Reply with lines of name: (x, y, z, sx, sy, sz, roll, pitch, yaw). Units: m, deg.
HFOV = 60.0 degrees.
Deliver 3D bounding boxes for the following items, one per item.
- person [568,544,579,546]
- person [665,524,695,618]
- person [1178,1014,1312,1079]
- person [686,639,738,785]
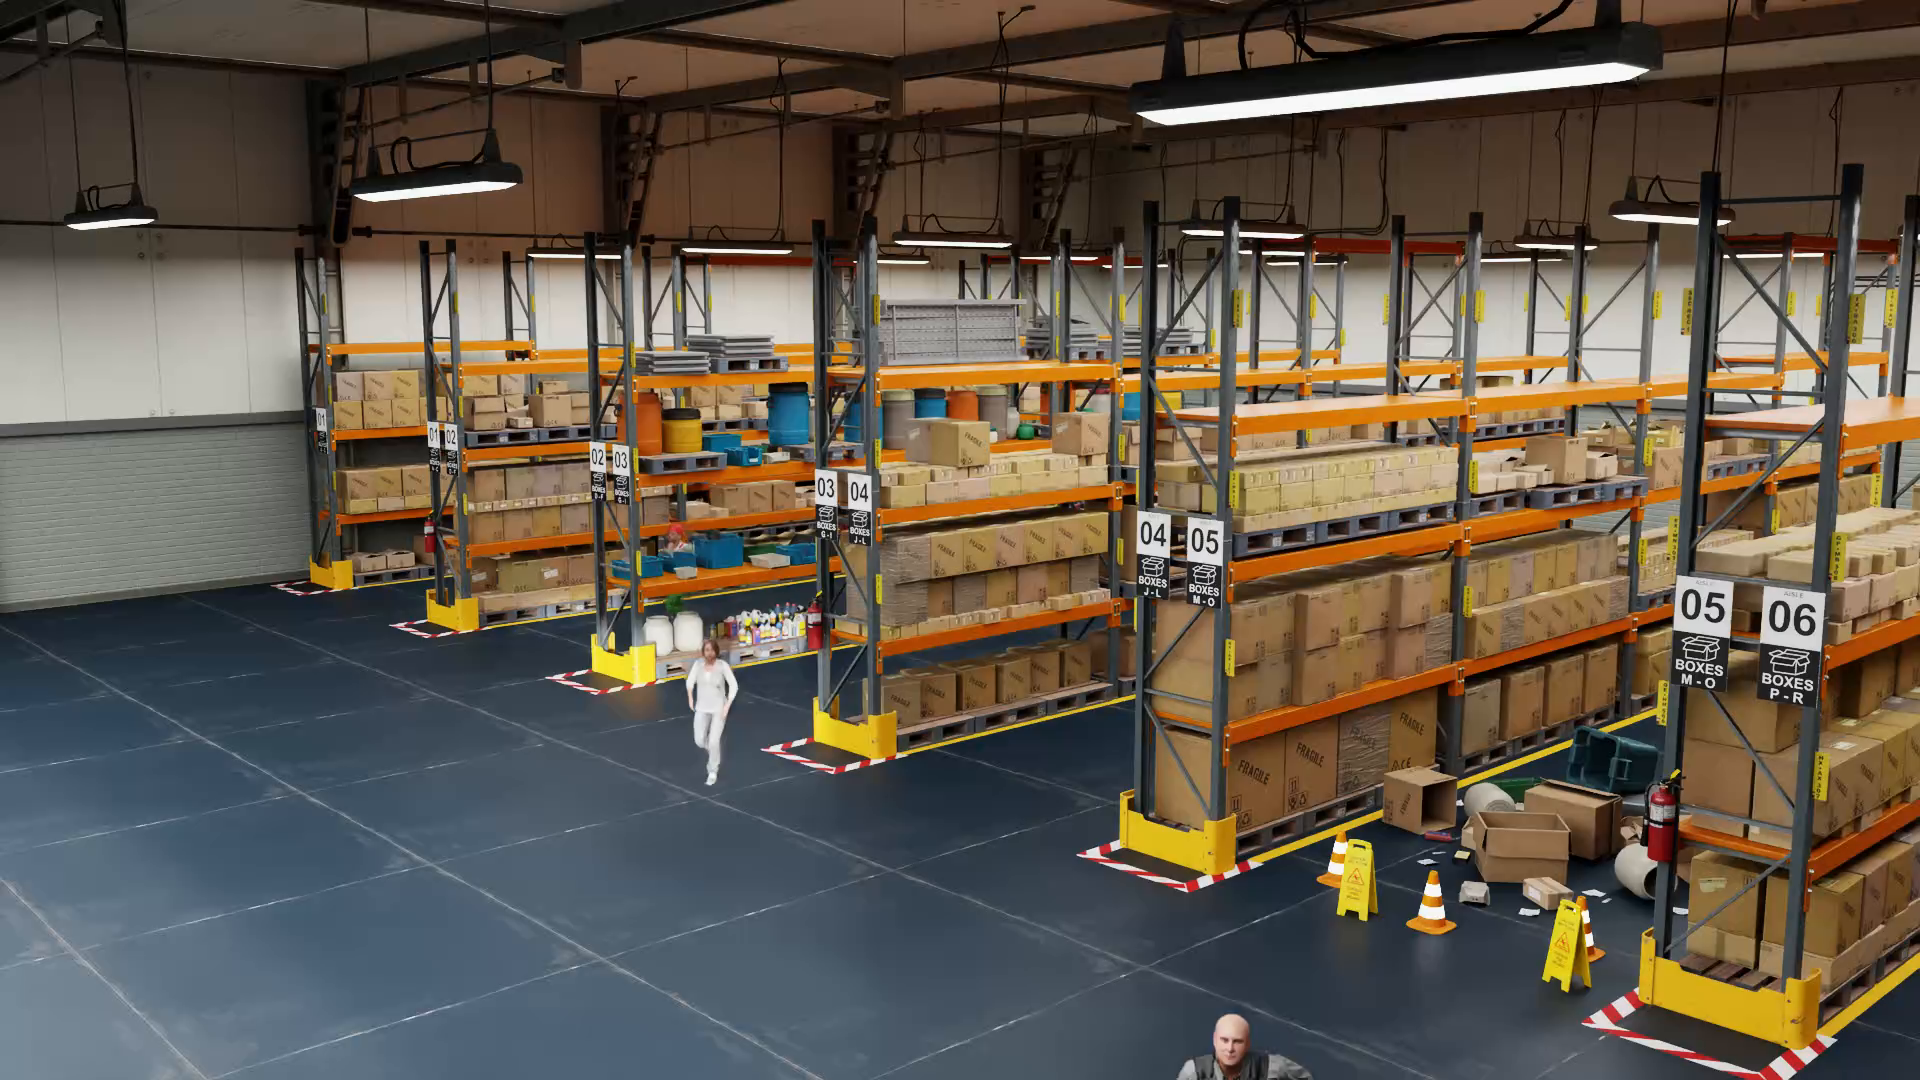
person: (-6.933, -0.090, 29.891, 0.621, 1.801, 1.143, 7, 11, 39)
person: (-4.269, 0.643, 24.929, 0.640, 1.759, 0.648, -7, 11, -41)
person: (1.368, 3.137, 8.206, 0.680, 1.734, 0.824, 3, 9, 17)
person: (-2.658, 1.822, 17.753, 0.572, 1.567, 0.496, 1, 8, 8)
